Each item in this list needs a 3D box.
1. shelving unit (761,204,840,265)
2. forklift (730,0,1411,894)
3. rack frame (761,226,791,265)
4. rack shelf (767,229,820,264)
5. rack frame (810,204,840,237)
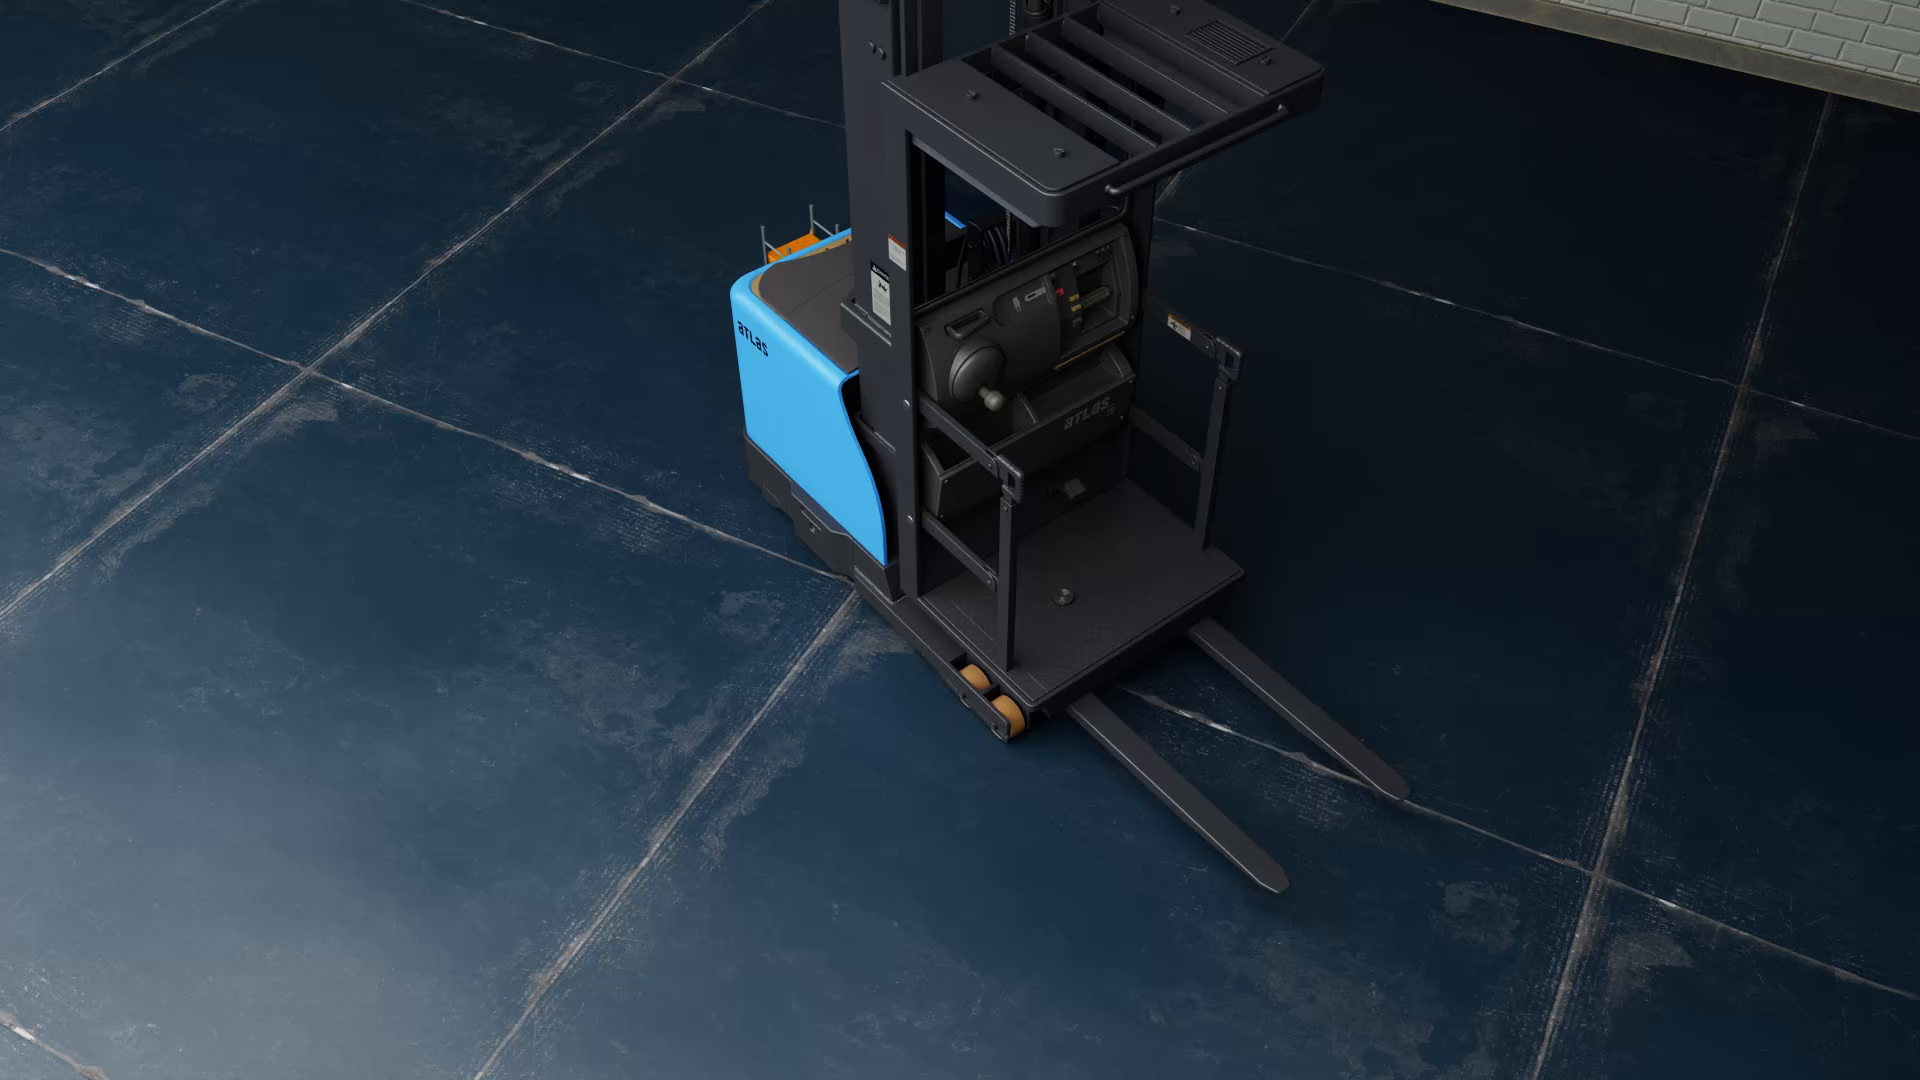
[{"bbox_3d":[-0.656,-0.921,7.202,0.252,1.050,0.215,-30,53,-26],"label":"shelving unit"},{"bbox_3d":[0.386,-0.683,5.644,1.130,2.935,3.031,-29,52,-26],"label":"forklift"},{"bbox_3d":[-0.751,-0.866,7.148,0.008,1.050,0.200,-30,53,-26],"label":"rack frame"},{"bbox_3d":[-0.656,-1.113,7.008,0.240,0.259,0.215,-30,53,-26],"label":"rack shelf"},{"bbox_3d":[-0.562,-0.976,7.256,0.008,1.050,0.200,-30,53,-26],"label":"rack frame"}]
